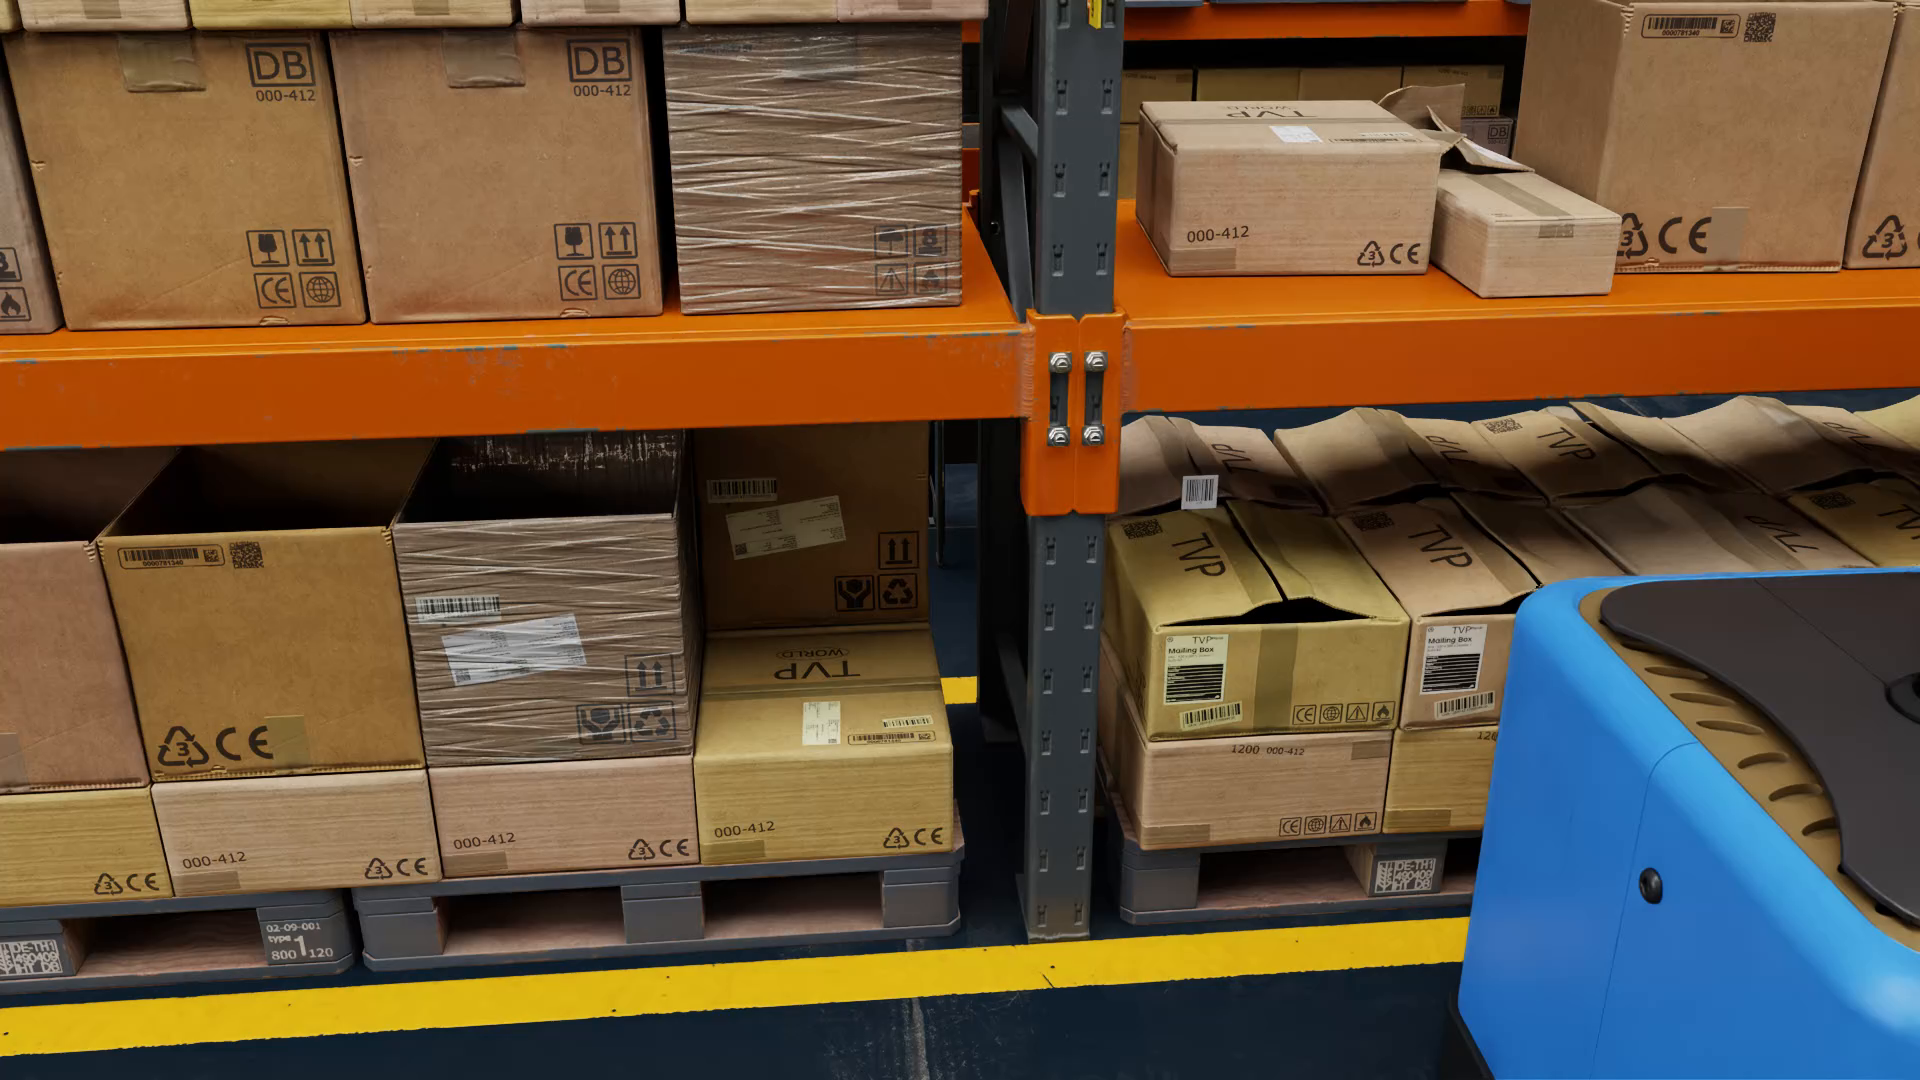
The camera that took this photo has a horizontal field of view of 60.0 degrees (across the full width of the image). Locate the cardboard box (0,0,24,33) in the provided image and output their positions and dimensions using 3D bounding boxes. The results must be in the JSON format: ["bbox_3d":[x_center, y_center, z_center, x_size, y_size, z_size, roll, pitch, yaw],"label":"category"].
[{"bbox_3d":[-1.623,-0.933,2.734,0.250,0.149,0.380,-2,24,-3],"label":"cardboard box"}]

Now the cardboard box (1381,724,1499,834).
[{"bbox_3d":[1.088,0.379,3.573,0.500,0.250,0.500,-2,24,-4],"label":"cardboard box"}]

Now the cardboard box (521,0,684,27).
[{"bbox_3d":[-0.602,-0.974,2.827,0.250,0.149,0.380,-3,24,-7],"label":"cardboard box"}]

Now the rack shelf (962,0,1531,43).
[{"bbox_3d":[1.654,-2.503,8.075,4.000,0.370,1.077,-2,24,-5],"label":"rack shelf"}]

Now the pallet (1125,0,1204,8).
[{"bbox_3d":[0.438,-2.636,7.724,1.213,0.211,1.003,-2,24,-5],"label":"pallet"}]

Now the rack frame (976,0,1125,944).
[{"bbox_3d":[0.154,-0.750,3.245,0.127,3.000,1.000,-2,24,-5],"label":"rack frame"}]

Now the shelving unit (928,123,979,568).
[{"bbox_3d":[0.165,-0.966,4.838,0.503,2.100,0.431,-2,24,-5],"label":"shelving unit"}]

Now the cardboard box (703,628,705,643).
[{"bbox_3d":[-0.836,0.228,3.911,0.500,0.250,0.500,-2,24,-5],"label":"cardboard box"}]

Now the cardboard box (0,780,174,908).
[{"bbox_3d":[-1.778,0.483,3.338,0.500,0.250,0.500,-2,24,-5],"label":"cardboard box"}]

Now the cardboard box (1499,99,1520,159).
[{"bbox_3d":[2.933,-1.921,8.414,0.500,0.500,0.700,-2,24,-4],"label":"cardboard box"}]

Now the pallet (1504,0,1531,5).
[{"bbox_3d":[2.945,-2.753,7.986,1.003,0.211,1.213,-2,24,-5],"label":"pallet"}]

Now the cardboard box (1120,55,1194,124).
[{"bbox_3d":[0.832,-2.209,8.139,0.500,0.250,0.500,-3,24,-6],"label":"cardboard box"}]

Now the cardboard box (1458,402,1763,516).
[{"bbox_3d":[1.543,-0.116,3.996,0.500,0.311,0.500,-2,24,-5],"label":"cardboard box"}]

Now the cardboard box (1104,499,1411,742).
[{"bbox_3d":[0.590,0.142,3.414,0.500,0.311,0.500,-2,24,-5],"label":"cardboard box"}]

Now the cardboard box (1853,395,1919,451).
[{"bbox_3d":[2.555,-0.155,4.084,0.500,0.311,0.500,-3,24,-7],"label":"cardboard box"}]

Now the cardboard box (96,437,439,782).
[{"bbox_3d":[-1.282,0.115,3.242,0.500,0.500,0.500,-2,24,-5],"label":"cardboard box"}]

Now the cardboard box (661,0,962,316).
[{"bbox_3d":[-0.287,-0.776,3.179,0.500,0.500,0.700,-3,24,-7],"label":"cardboard box"}]

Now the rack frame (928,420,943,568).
[{"bbox_3d":[-0.078,-0.956,4.816,0.015,2.100,0.400,-2,24,-5],"label":"rack frame"}]

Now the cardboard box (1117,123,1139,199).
[{"bbox_3d":[0.903,-1.888,8.341,0.500,0.500,0.700,-3,24,-6],"label":"cardboard box"}]

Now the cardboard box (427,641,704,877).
[{"bbox_3d":[-0.785,0.437,3.441,0.500,0.250,0.500,-2,24,-5],"label":"cardboard box"}]

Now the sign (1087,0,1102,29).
[{"bbox_3d":[0.210,-0.958,2.548,0.005,0.325,0.100,-2,24,-5],"label":"sign"}]

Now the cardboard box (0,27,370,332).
[{"bbox_3d":[-1.311,-0.733,3.084,0.500,0.500,0.700,-2,24,-4],"label":"cardboard box"}]

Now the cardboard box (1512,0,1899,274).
[{"bbox_3d":[1.444,-0.841,3.326,0.500,0.500,0.500,-1,24,-1],"label":"cardboard box"}]

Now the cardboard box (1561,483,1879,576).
[{"bbox_3d":[1.603,0.103,3.502,0.500,0.311,0.500,-3,24,-7],"label":"cardboard box"}]

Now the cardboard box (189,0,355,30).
[{"bbox_3d":[-1.108,-0.955,2.783,0.250,0.149,0.380,-2,24,-5],"label":"cardboard box"}]

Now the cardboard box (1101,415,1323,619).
[{"bbox_3d":[0.529,-0.074,3.901,0.500,0.311,0.500,-2,24,-5],"label":"cardboard box"}]

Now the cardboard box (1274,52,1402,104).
[{"bbox_3d":[1.848,-2.244,8.217,0.500,0.250,0.500,-2,24,-5],"label":"cardboard box"}]

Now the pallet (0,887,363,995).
[{"bbox_3d":[-1.859,0.589,3.665,1.213,0.211,1.003,-2,24,-5],"label":"pallet"}]

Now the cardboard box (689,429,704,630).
[{"bbox_3d":[-0.835,-0.113,3.756,0.500,0.500,0.500,-2,24,-5],"label":"cardboard box"}]

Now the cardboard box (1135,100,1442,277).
[{"bbox_3d":[0.640,-0.719,3.359,0.500,0.250,0.500,-1,24,-2],"label":"cardboard box"}]

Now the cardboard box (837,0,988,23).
[{"bbox_3d":[-0.096,-0.995,2.873,0.250,0.149,0.380,-2,24,-5],"label":"cardboard box"}]

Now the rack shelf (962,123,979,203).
[{"bbox_3d":[0.165,-0.954,4.844,0.480,0.518,0.431,-2,24,-5],"label":"rack shelf"}]
